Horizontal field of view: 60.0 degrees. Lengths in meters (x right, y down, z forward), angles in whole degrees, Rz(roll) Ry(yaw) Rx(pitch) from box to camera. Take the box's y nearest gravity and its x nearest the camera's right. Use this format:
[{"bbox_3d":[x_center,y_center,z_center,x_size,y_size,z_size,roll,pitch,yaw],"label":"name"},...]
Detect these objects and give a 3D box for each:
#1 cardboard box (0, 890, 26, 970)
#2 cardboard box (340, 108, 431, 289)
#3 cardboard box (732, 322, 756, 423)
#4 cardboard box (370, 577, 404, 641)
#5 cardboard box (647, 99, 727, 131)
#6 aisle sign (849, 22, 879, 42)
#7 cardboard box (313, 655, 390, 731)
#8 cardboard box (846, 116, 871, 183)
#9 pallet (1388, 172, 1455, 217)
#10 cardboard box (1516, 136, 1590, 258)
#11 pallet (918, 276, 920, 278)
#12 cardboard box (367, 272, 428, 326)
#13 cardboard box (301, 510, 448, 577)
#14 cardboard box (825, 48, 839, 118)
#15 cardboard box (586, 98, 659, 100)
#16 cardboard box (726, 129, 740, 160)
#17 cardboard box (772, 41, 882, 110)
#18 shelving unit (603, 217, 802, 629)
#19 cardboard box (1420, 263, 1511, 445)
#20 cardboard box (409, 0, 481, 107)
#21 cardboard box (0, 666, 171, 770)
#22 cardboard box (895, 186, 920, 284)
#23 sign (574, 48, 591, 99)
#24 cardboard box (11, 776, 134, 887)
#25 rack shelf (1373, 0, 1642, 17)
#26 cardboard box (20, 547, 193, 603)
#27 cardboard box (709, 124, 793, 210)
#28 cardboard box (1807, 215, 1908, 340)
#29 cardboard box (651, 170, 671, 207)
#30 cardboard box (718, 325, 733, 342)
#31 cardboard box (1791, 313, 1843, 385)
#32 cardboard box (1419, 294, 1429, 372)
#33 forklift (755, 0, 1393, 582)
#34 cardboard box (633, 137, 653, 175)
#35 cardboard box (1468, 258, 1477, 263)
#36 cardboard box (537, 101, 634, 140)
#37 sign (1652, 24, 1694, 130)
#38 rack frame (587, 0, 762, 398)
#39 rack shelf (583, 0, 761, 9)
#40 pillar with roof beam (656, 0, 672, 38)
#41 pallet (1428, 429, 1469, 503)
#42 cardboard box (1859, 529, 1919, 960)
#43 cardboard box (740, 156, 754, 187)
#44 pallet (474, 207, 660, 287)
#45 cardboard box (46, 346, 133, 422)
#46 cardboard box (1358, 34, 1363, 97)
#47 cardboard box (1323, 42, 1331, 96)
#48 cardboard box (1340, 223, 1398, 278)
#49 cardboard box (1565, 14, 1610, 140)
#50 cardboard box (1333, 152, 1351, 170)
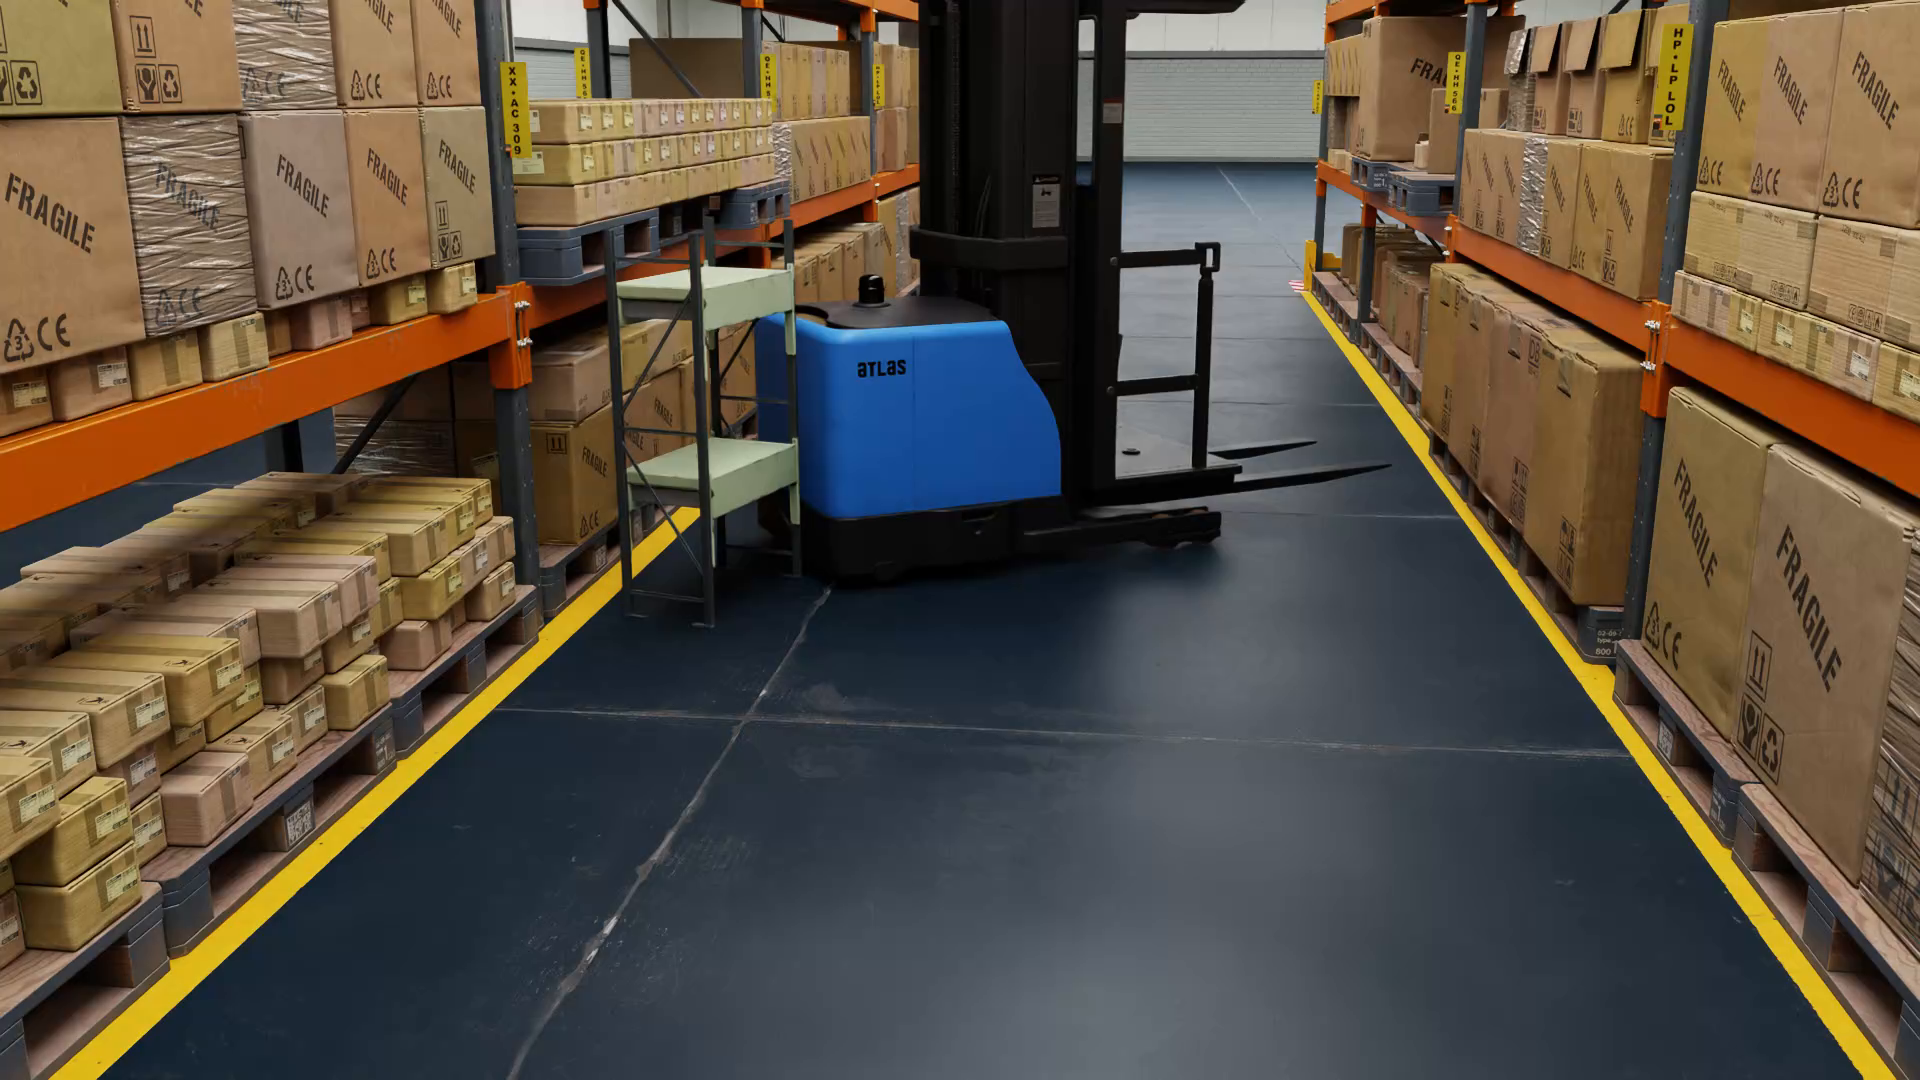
[{"bbox_3d":[-2.210,0.840,3.464,0.380,0.149,0.250,2,15,7],"label":"cardboard box"},{"bbox_3d":[-1.939,-1.033,4.973,0.500,0.500,0.500,1,15,5],"label":"cardboard box"},{"bbox_3d":[-1.469,-0.964,9.465,0.500,0.500,0.500,2,15,6],"label":"cardboard box"},{"bbox_3d":[-1.982,0.215,5.209,0.380,0.149,0.250,2,15,7],"label":"cardboard box"},{"bbox_3d":[-1.374,-2.110,8.255,0.380,0.149,0.250,2,15,6],"label":"cardboard box"},{"bbox_3d":[-1.042,-5.504,17.288,0.394,0.787,0.004,2,15,6],"label":"aisle sign"},{"bbox_3d":[-1.928,0.445,4.928,0.380,0.149,0.250,2,15,6],"label":"cardboard box"},{"bbox_3d":[-0.996,-3.089,13.148,0.500,0.500,0.500,2,15,6],"label":"cardboard box"},{"bbox_3d":[3.237,-2.070,9.937,1.213,0.211,1.003,2,15,6],"label":"pallet"},{"bbox_3d":[2.769,-1.508,7.301,0.500,0.500,0.500,2,15,6],"label":"cardboard box"},{"bbox_3d":[-0.764,-2.666,17.116,1.003,0.211,1.213,2,15,6],"label":"pallet"},{"bbox_3d":[-1.916,-0.769,5.242,0.380,0.149,0.250,2,15,8],"label":"cardboard box"},{"bbox_3d":[-1.898,0.009,5.398,0.380,0.149,0.250,2,15,6],"label":"cardboard box"},{"bbox_3d":[-1.309,-3.452,12.576,0.700,0.500,0.500,1,15,5],"label":"cardboard box"},{"bbox_3d":[-1.899,-2.400,9.328,0.380,0.149,0.250,2,15,6],"label":"cardboard box"},{"bbox_3d":[-1.342,-2.028,8.521,0.380,0.149,0.250,2,15,6],"label":"cardboard box"},{"bbox_3d":[-1.127,-3.872,13.880,0.875,0.550,0.550,2,15,6],"label":"cardboard box"},{"bbox_3d":[-0.997,-0.494,6.615,0.431,1.500,0.755,6,16,21],"label":"shelving unit"},{"bbox_3d":[3.164,-0.973,8.779,1.225,0.875,0.875,1,15,4],"label":"cardboard box"},{"bbox_3d":[-1.890,-1.654,5.354,0.500,0.500,0.500,1,15,4],"label":"cardboard box"},{"bbox_3d":[-2.107,0.414,3.903,0.380,0.149,0.250,2,15,8],"label":"cardboard box"},{"bbox_3d":[-0.860,-2.992,16.248,0.875,0.875,0.875,1,15,5],"label":"cardboard box"},{"bbox_3d":[-2.206,-2.721,9.760,0.100,0.325,0.005,2,15,6],"label":"sign"},{"bbox_3d":[-2.079,0.631,3.669,0.380,0.149,0.250,2,15,8],"label":"cardboard box"},{"bbox_3d":[3.488,-3.594,10.837,1.077,0.370,4.000,2,15,6],"label":"rack shelf"},{"bbox_3d":[-2.537,0.129,4.955,0.380,0.149,0.250,2,15,7],"label":"cardboard box"},{"bbox_3d":[-1.335,-2.303,10.242,0.500,0.500,0.500,2,15,7],"label":"cardboard box"},{"bbox_3d":[2.384,-0.630,3.965,0.500,0.250,0.500,2,15,8],"label":"cardboard box"},{"bbox_3d":[-1.489,-1.547,7.314,0.380,0.149,0.250,1,15,4],"label":"cardboard box"},{"bbox_3d":[-1.517,-1.188,8.857,0.500,0.250,0.500,2,15,7],"label":"cardboard box"},{"bbox_3d":[2.332,-0.477,4.163,0.380,0.149,0.250,1,15,5],"label":"cardboard box"},{"bbox_3d":[3.368,-1.299,10.664,0.700,0.500,0.500,0,15,2],"label":"cardboard box"},{"bbox_3d":[0.627,-1.483,7.531,3.031,2.935,1.130,-7,17,-24],"label":"forklift"},{"bbox_3d":[-1.519,-1.624,7.030,0.380,0.149,0.250,1,15,4],"label":"cardboard box"},{"bbox_3d":[3.358,-1.654,10.543,0.500,0.250,0.500,3,16,13],"label":"cardboard box"},{"bbox_3d":[-1.547,-1.705,6.759,0.380,0.149,0.250,2,15,7],"label":"cardboard box"},{"bbox_3d":[2.271,-1.471,5.289,0.100,0.325,0.005,2,15,6],"label":"sign"},{"bbox_3d":[-1.654,-2.147,9.854,1.000,3.000,0.127,2,15,6],"label":"rack frame"},{"bbox_3d":[-1.880,-2.729,7.638,1.077,0.370,4.000,2,15,6],"label":"rack shelf"},{"bbox_3d":[-3.925,-14.882,45.460,9.100,9.000,0.400,2,15,6],"label":"pillar with roof beam"},{"bbox_3d":[3.099,-0.426,8.833,1.003,0.211,1.213,2,15,6],"label":"pallet"},{"bbox_3d":[2.455,0.519,3.261,0.875,0.875,0.875,2,15,6],"label":"cardboard box"},{"bbox_3d":[-1.312,-1.955,8.824,0.380,0.149,0.250,2,15,7],"label":"cardboard box"},{"bbox_3d":[-1.875,-1.210,6.759,1.003,0.211,1.213,2,15,6],"label":"pallet"},{"bbox_3d":[-2.120,-0.364,3.744,0.380,0.149,0.250,1,15,5],"label":"cardboard box"},{"bbox_3d":[3.491,-3.811,13.332,0.500,0.500,0.500,2,15,6],"label":"cardboard box"},{"bbox_3d":[3.832,-4.589,16.210,0.500,0.500,0.500,2,15,6],"label":"cardboard box"},{"bbox_3d":[4.078,-2.884,16.564,0.500,0.500,0.500,5,16,17],"label":"cardboard box"},{"bbox_3d":[3.019,-1.974,7.104,0.797,0.503,0.637,2,15,8],"label":"cardboard box"},{"bbox_3d":[3.631,-3.475,15.247,0.380,0.149,0.250,2,15,6],"label":"cardboard box"}]
